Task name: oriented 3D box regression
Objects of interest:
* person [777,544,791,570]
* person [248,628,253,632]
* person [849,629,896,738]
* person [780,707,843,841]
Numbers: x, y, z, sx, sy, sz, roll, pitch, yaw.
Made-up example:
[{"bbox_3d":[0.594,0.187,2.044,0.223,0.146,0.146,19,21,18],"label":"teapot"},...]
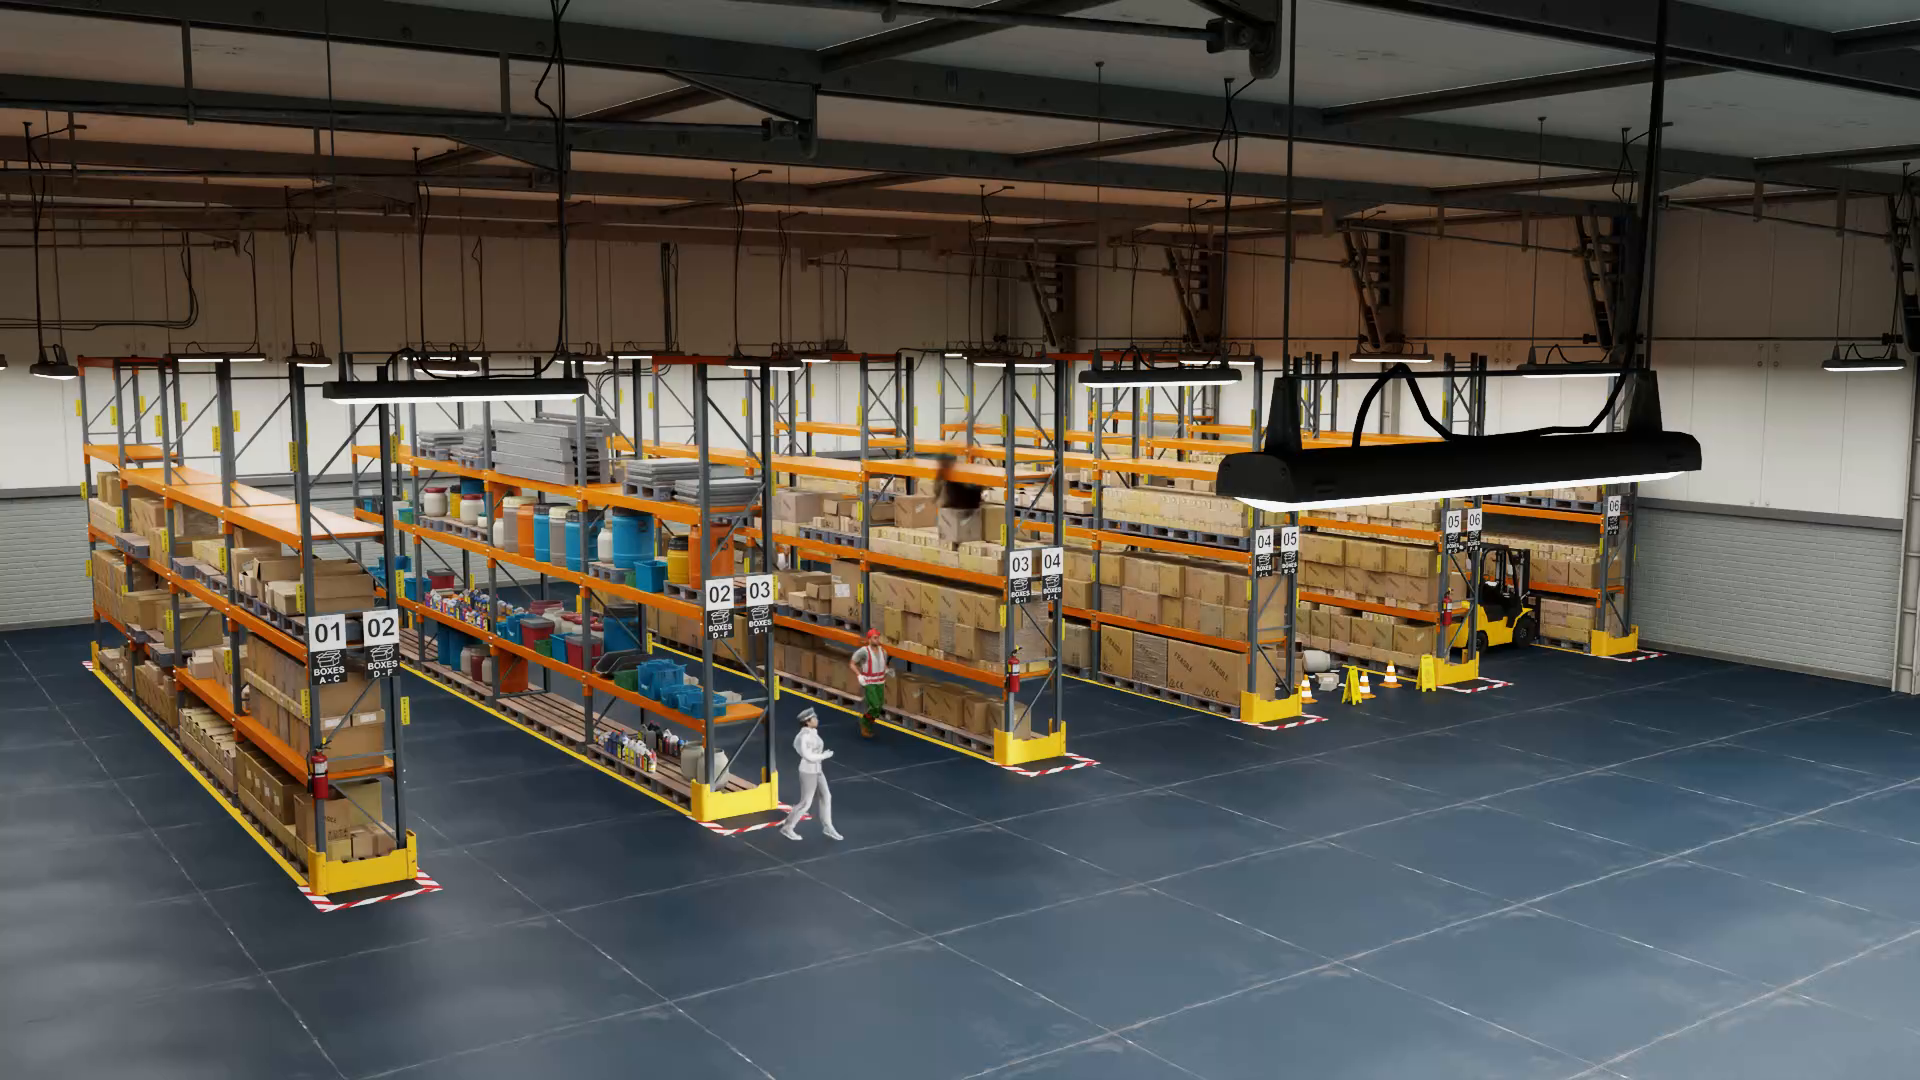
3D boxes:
[{"bbox_3d":[-3.997,0.932,37.662,0.694,1.703,0.753,-6,9,-42],"label":"person"},{"bbox_3d":[-13.409,1.639,31.658,0.651,1.754,0.654,-6,9,-43],"label":"person"},{"bbox_3d":[-1.344,2.270,26.236,0.632,1.740,0.619,-6,9,-43],"label":"person"},{"bbox_3d":[-1.870,2.951,20.892,0.780,1.736,0.617,0,7,2],"label":"person"}]
